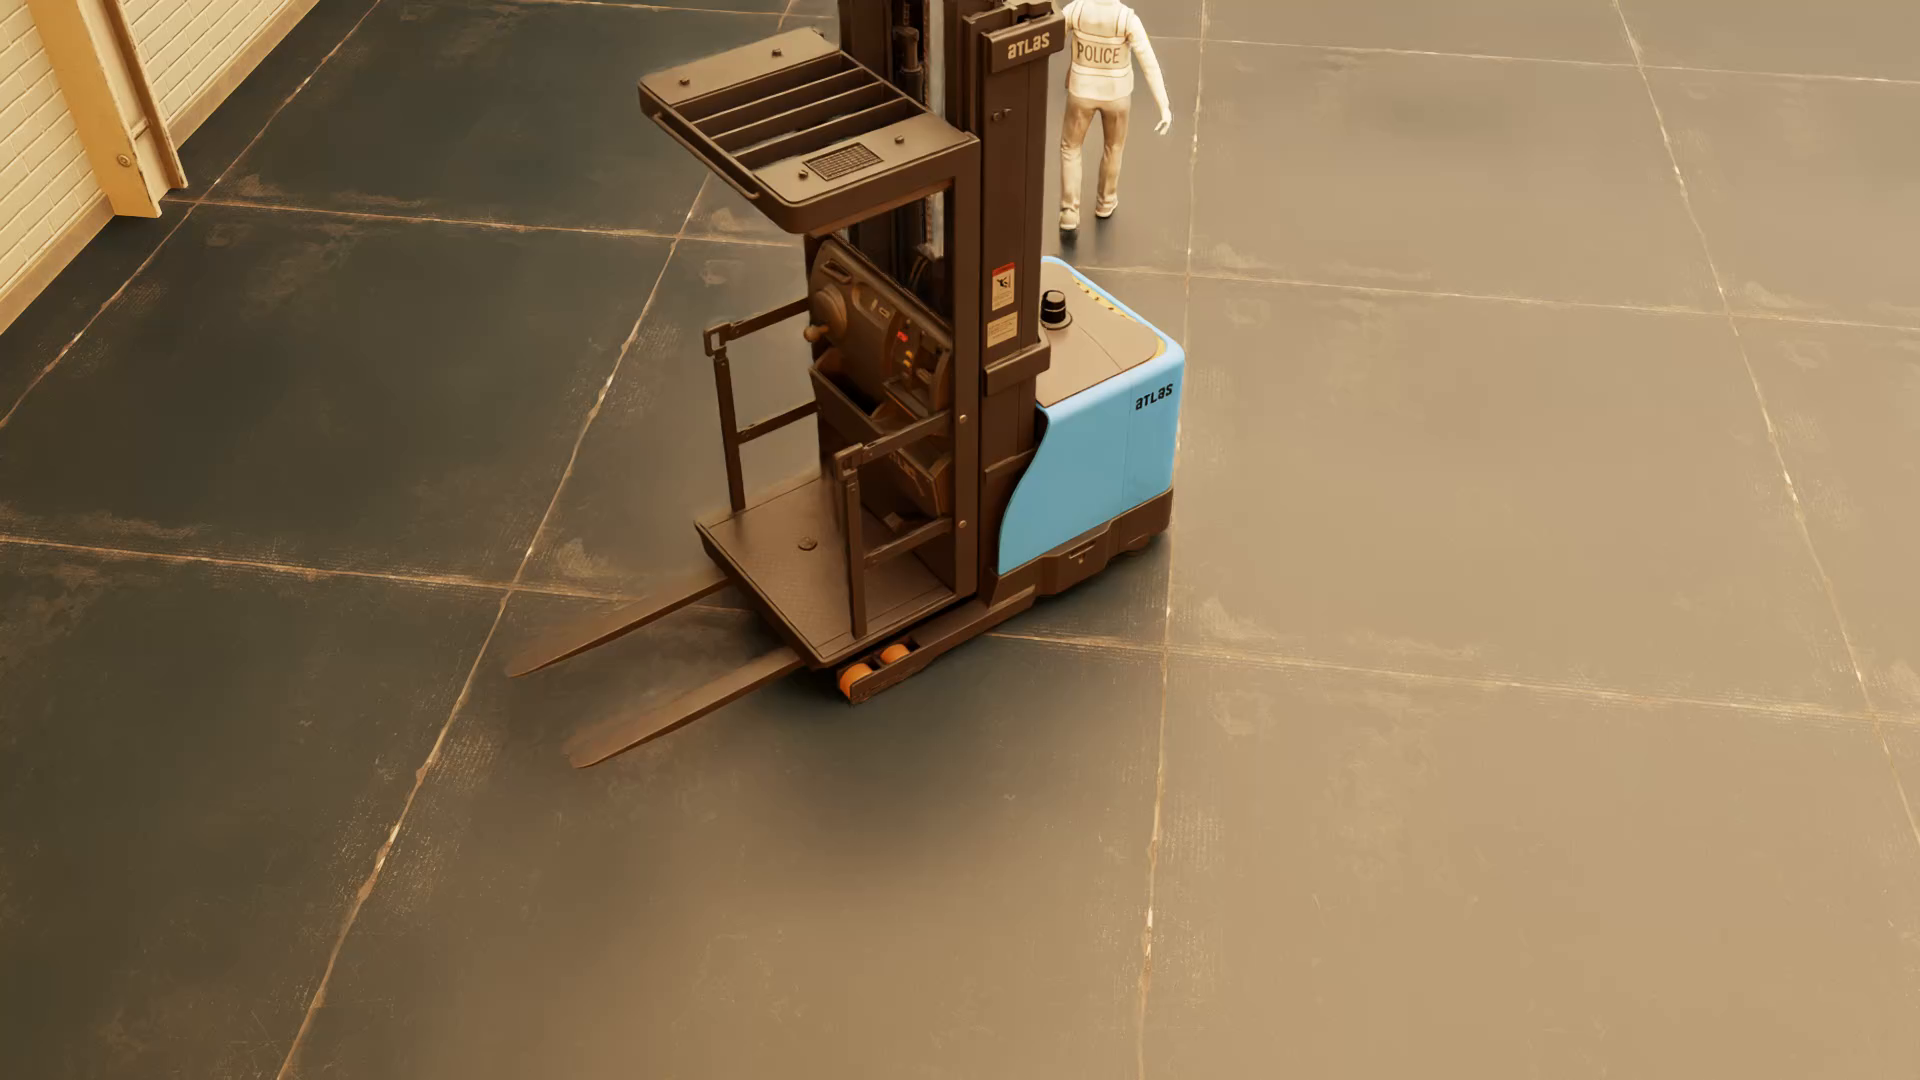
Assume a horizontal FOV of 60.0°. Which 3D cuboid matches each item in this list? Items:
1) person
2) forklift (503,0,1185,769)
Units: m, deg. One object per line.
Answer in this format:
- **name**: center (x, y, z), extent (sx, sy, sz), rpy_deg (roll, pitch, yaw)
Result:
- **person**: center (0.804, -2.519, 9.432), extent (0.823, 1.640, 0.686), rpy_deg (8, 43, 8)
- **forklift**: center (-0.497, -0.794, 6.588), extent (3.031, 2.935, 1.130), rpy_deg (-26, 49, -26)
